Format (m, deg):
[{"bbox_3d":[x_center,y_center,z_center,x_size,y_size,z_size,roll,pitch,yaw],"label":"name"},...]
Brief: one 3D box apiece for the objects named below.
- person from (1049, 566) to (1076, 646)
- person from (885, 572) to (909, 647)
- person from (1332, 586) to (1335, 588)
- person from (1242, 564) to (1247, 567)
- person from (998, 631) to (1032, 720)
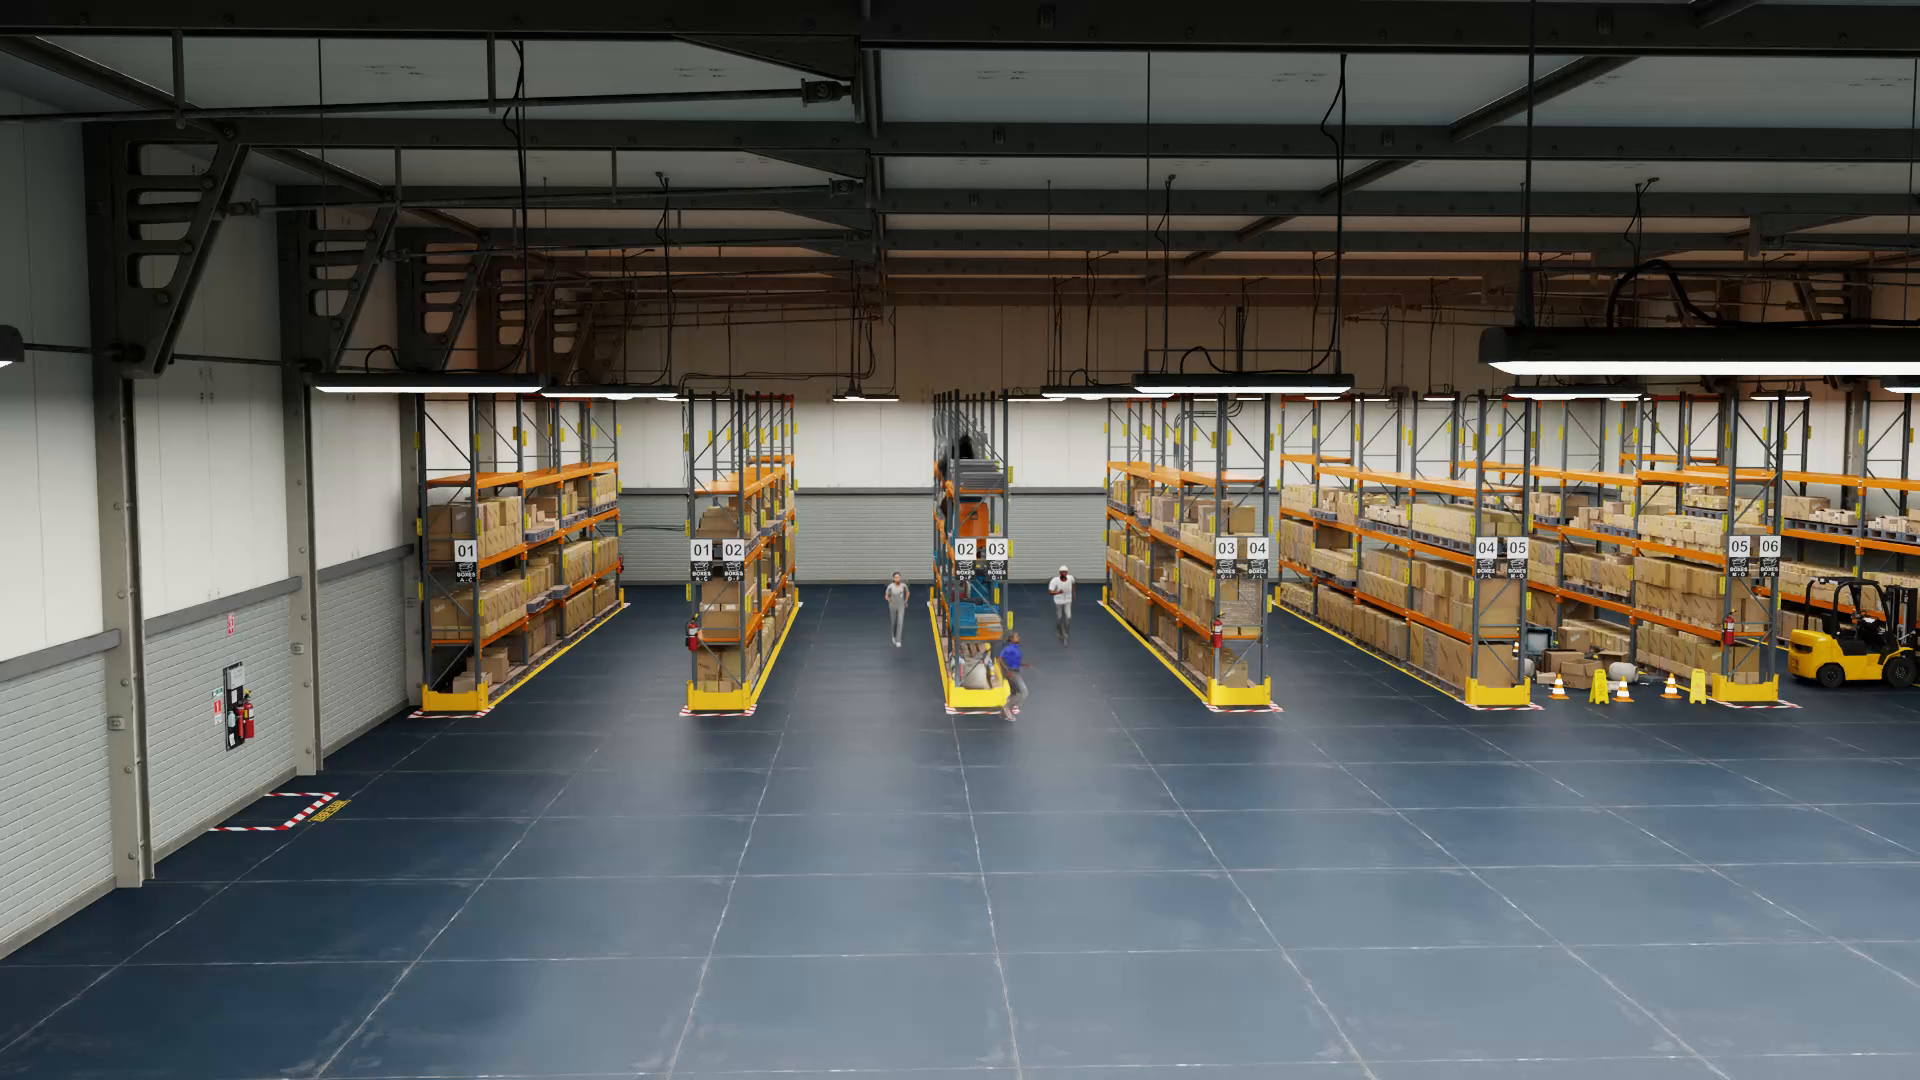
[{"bbox_3d":[2.386,1.508,38.620,0.728,1.857,0.831,-1,5,-13],"label":"person"},{"bbox_3d":[-1.416,1.549,37.589,0.553,1.667,0.800,-1,5,-6],"label":"person"},{"bbox_3d":[10.885,0.955,48.471,0.662,1.657,0.855,-2,5,-20],"label":"person"},{"bbox_3d":[7.751,1.206,45.421,0.616,1.659,0.539,0,5,3],"label":"person"},{"bbox_3d":[1.011,2.464,30.065,0.598,1.612,0.561,1,5,14],"label":"person"}]
